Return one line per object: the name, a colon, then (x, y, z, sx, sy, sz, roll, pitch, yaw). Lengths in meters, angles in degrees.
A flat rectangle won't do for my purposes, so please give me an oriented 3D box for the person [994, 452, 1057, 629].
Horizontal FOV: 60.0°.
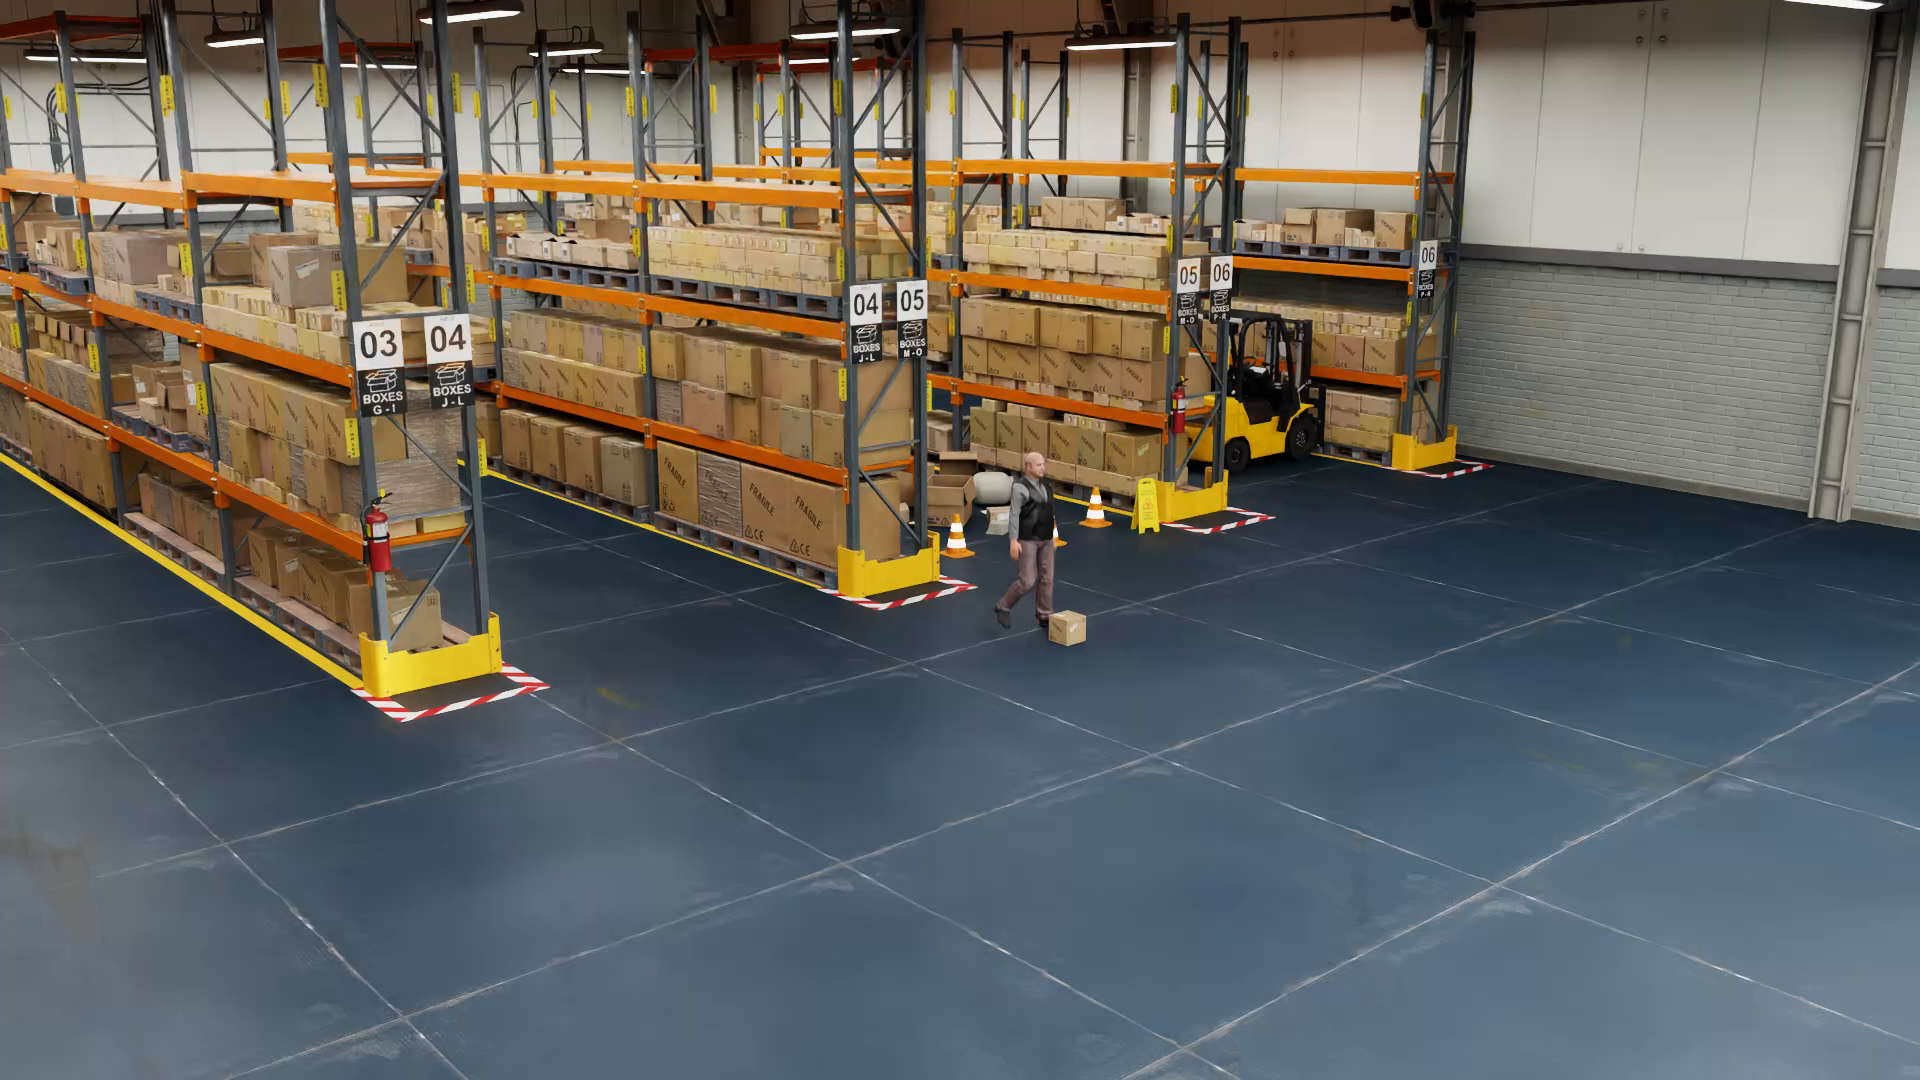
person: (0.688, 0.016, 15.914, 0.581, 1.723, 0.634, 12, 18, 40)
